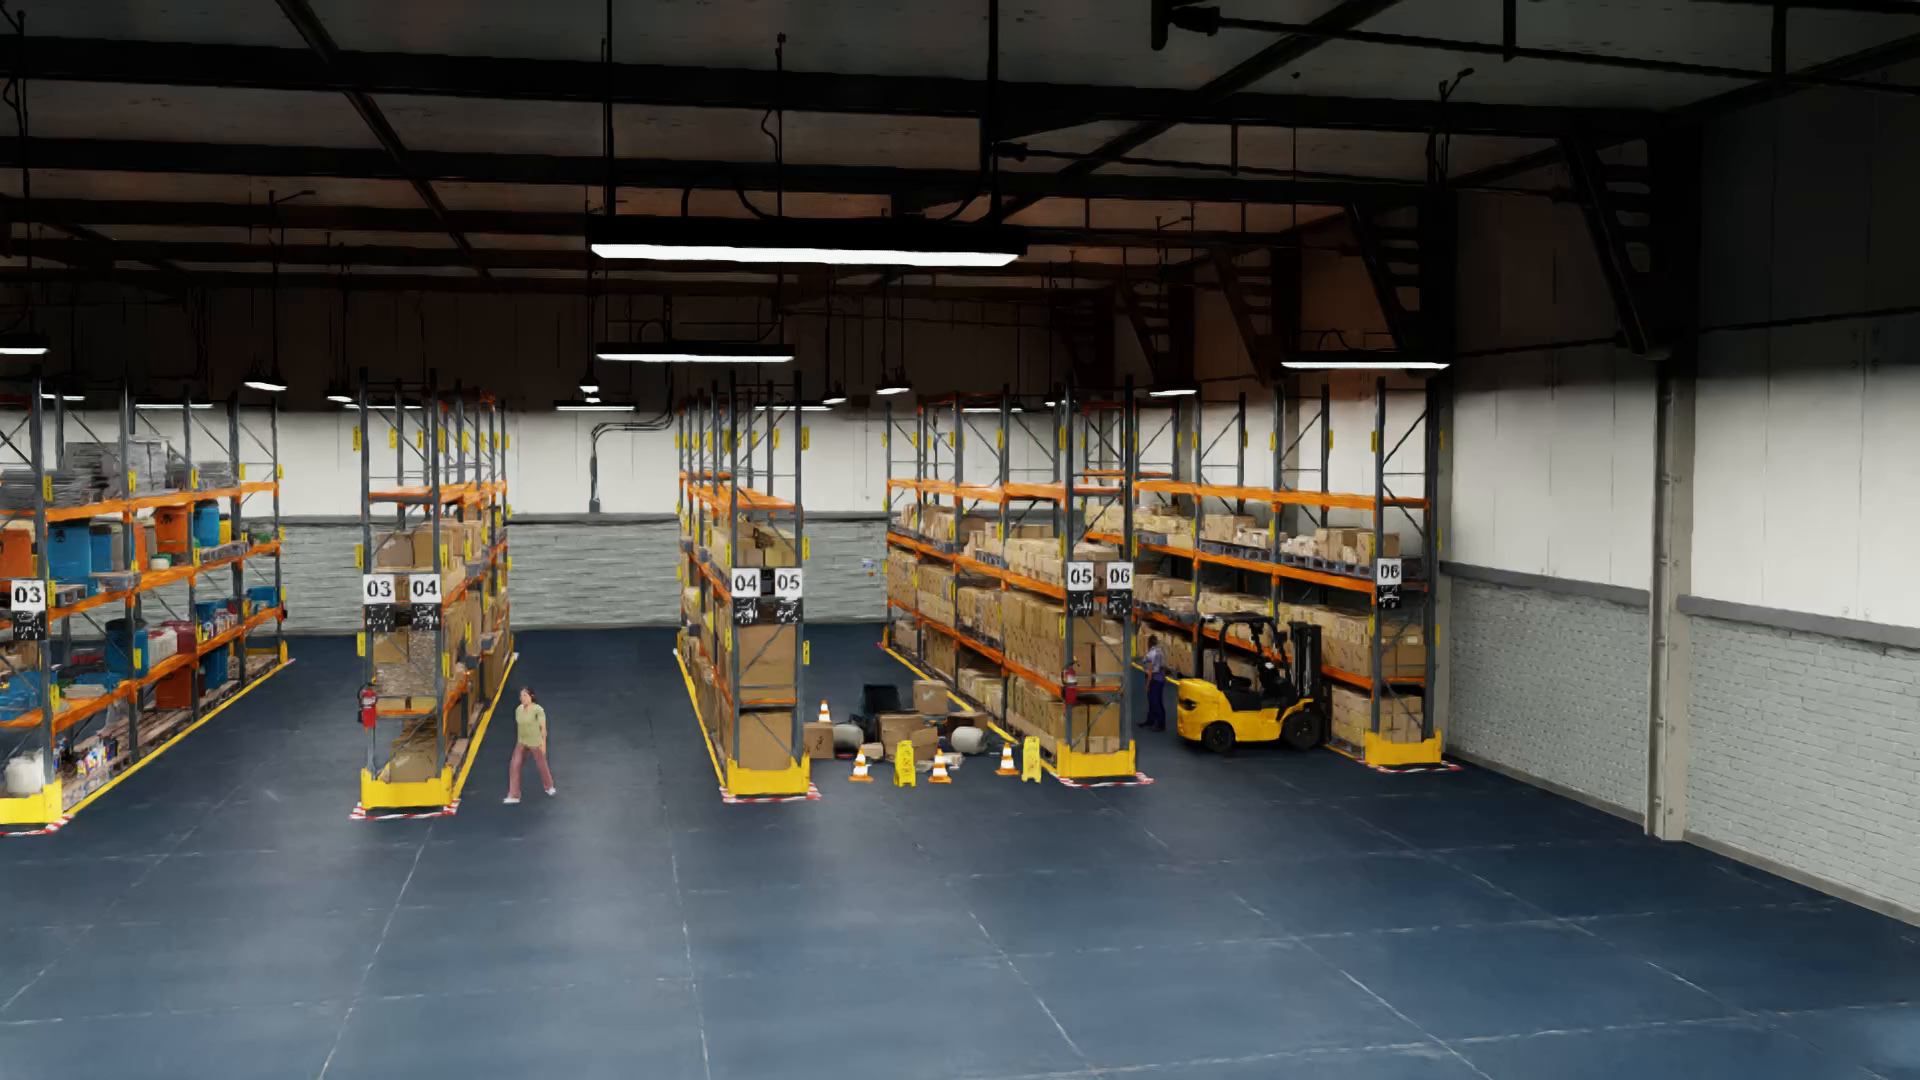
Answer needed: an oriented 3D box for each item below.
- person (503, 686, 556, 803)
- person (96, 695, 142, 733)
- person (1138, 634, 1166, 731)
[{"bbox_3d":[-5.968,2.820,23.121,0.484,1.615,0.957,1,3,10],"label":"person"},{"bbox_3d":[-14.398,2.479,28.457,0.694,1.658,0.504,-3,4,-40],"label":"person"},{"bbox_3d":[3.329,2.454,28.817,0.556,1.644,0.598,1,4,19],"label":"person"}]
